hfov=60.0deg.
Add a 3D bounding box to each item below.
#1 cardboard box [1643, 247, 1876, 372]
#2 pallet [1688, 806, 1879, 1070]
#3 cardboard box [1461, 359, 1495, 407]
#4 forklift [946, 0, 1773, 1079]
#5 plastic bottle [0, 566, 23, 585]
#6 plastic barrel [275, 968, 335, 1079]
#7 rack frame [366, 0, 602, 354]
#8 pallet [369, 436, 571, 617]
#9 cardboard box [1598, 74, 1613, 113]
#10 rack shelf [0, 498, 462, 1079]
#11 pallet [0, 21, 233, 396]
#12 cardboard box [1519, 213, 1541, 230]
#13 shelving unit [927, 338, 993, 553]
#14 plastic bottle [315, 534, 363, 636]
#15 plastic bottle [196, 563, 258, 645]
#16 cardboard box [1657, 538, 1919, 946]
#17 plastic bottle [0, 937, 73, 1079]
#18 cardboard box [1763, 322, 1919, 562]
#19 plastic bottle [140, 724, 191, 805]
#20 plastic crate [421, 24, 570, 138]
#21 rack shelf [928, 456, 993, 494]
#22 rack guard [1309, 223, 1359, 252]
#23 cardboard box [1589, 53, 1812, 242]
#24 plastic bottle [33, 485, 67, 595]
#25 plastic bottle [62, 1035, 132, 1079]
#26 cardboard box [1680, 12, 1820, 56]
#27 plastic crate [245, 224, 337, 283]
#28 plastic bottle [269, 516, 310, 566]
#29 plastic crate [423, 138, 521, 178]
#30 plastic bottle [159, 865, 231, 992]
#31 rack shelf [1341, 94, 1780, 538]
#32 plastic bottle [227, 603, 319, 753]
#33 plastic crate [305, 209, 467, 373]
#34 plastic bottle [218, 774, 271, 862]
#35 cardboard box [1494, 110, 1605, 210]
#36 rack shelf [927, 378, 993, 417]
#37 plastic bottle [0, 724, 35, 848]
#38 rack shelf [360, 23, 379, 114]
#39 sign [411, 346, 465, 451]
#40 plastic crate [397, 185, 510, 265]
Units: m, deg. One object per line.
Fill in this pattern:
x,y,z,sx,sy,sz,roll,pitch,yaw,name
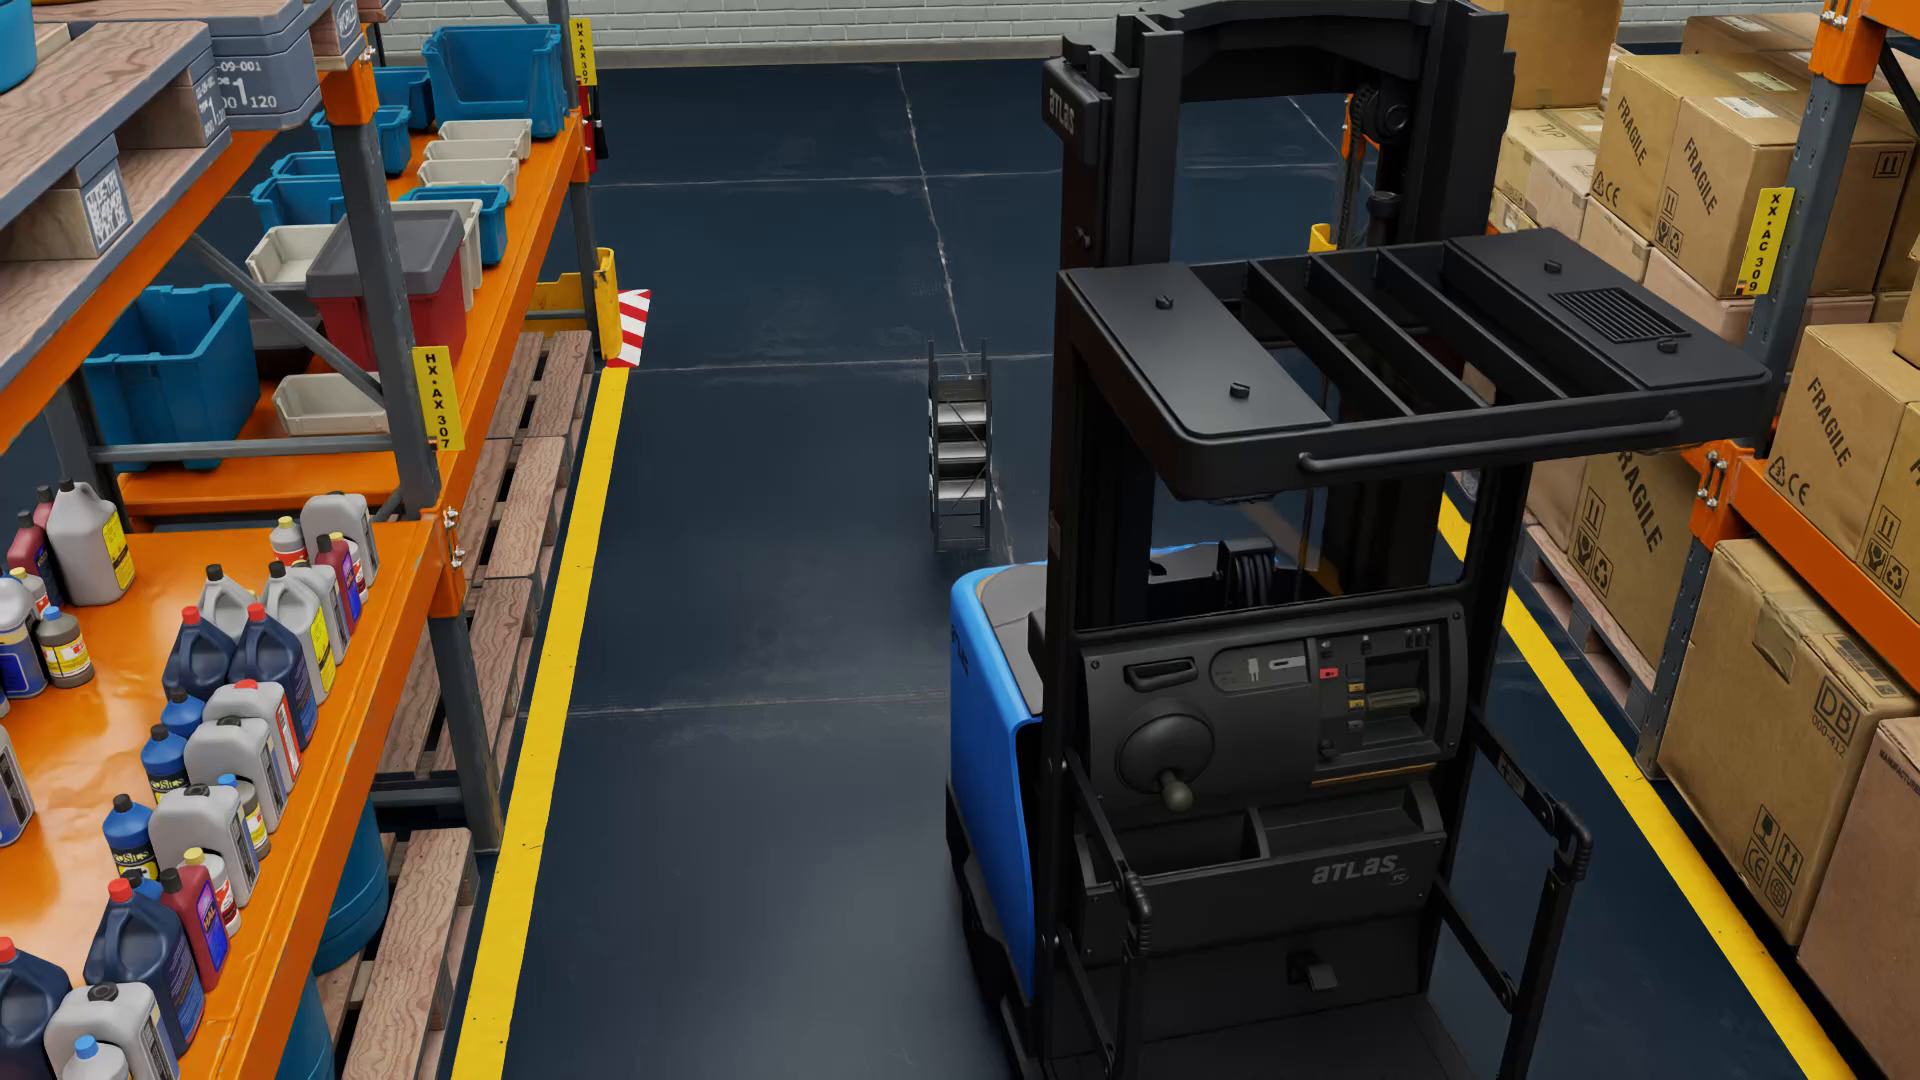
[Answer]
2.601,-0.768,5.467,0.500,0.250,0.500,-3,31,-6,cardboard box
3.051,1.095,5.210,1.003,0.211,1.213,-3,31,-5,pallet
2.754,-1.015,7.686,0.875,0.875,0.875,-3,31,-5,cardboard box
0.787,0.436,3.661,1.130,2.935,3.031,-7,32,-11,forklift
-2.368,0.184,4.142,0.097,0.271,0.097,0,31,0,plastic bottle
-1.928,1.106,4.110,0.600,0.901,0.708,-3,31,-5,plastic barrel
-2.402,-2.297,8.170,1.000,3.000,0.127,-3,31,-5,rack frame
-2.252,-0.056,7.137,1.003,0.211,1.213,-3,31,-5,pallet
2.934,-1.844,7.268,0.500,0.250,0.500,-4,31,-6,cardboard box
-1.841,1.075,3.226,1.077,0.370,4.000,-3,31,-5,rack shelf
-1.748,-0.487,2.399,1.003,0.211,1.213,-3,31,-5,pallet
2.428,-1.180,6.546,0.380,0.149,0.250,-3,31,-5,cardboard box
-0.001,-0.390,7.026,0.258,0.900,0.210,-3,31,-5,shelving unit
-1.602,0.097,4.276,0.061,0.283,0.133,-3,31,-5,plastic bottle
-1.760,0.227,3.993,0.144,0.351,0.185,-3,31,-5,plastic bottle
2.983,0.566,5.040,1.225,0.875,0.875,-3,31,-4,cardboard box
-1.652,0.858,2.936,0.144,0.351,0.185,-3,31,-5,plastic bottle
2.697,-0.288,4.710,0.500,0.500,0.500,-3,31,-4,cardboard box
-1.698,0.514,3.589,0.097,0.271,0.097,0,31,0,plastic bottle
-2.184,-2.176,7.875,0.616,0.435,0.499,-3,31,-5,plastic crate
-0.001,-0.285,7.089,0.258,0.077,0.200,-3,31,-5,rack shelf
2.527,-1.473,9.229,1.175,0.500,0.348,-3,31,-5,rack guard
2.552,-1.355,5.719,0.500,0.500,0.500,-2,31,-4,cardboard box
-2.418,0.003,4.434,0.061,0.283,0.133,-3,31,-5,plastic bottle
-1.464,0.956,2.850,0.097,0.271,0.097,0,31,0,plastic bottle
3.022,-1.651,6.214,0.500,0.500,0.500,-4,31,-6,cardboard box
-2.490,-1.042,6.268,0.293,0.136,0.466,-3,31,-5,plastic crate
-1.792,0.032,4.466,0.097,0.201,0.097,0,31,0,plastic bottle
-2.132,-1.653,7.291,0.396,0.136,0.243,-3,31,-5,plastic crate
-1.487,0.728,3.220,0.061,0.283,0.133,-3,31,-5,plastic bottle
2.717,-1.204,7.043,1.077,0.370,4.000,-3,31,-5,rack shelf
-1.599,0.314,3.847,0.144,0.351,0.185,-3,31,-5,plastic bottle
-1.862,-0.776,5.503,0.402,0.464,0.583,-3,31,-5,plastic crate
-1.537,0.587,3.536,0.097,0.201,0.097,0,31,0,plastic bottle
2.458,-1.552,6.779,0.500,0.250,0.500,-3,31,-6,cardboard box
-0.001,-0.594,6.905,0.258,0.077,0.200,-3,31,-5,rack shelf
-2.126,0.518,3.578,0.152,0.276,0.135,-3,31,-5,plastic bottle
-2.215,-2.255,5.876,1.077,0.370,4.000,-3,31,-5,rack shelf
-1.480,-0.399,4.723,0.100,0.325,0.005,-3,31,-5,sign
-1.954,-1.215,6.463,0.416,0.233,0.300,-3,31,-5,plastic crate
